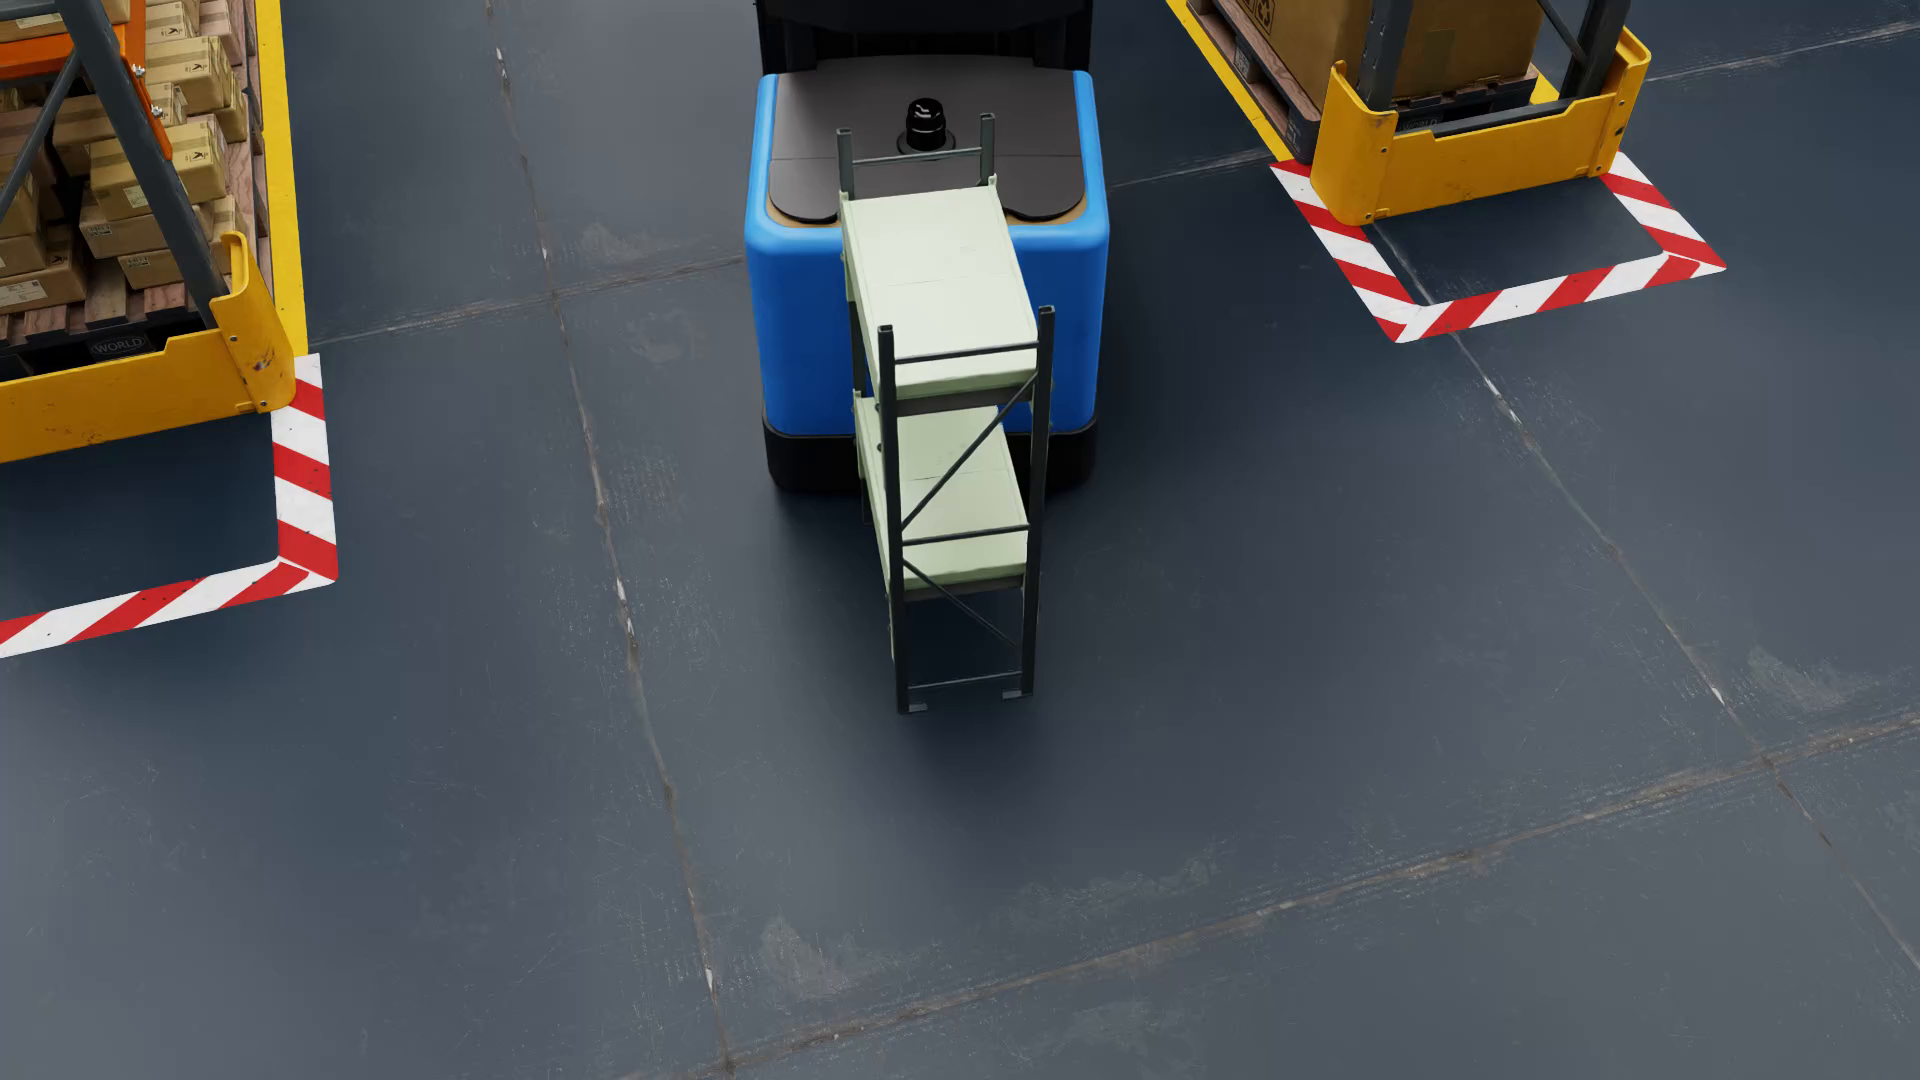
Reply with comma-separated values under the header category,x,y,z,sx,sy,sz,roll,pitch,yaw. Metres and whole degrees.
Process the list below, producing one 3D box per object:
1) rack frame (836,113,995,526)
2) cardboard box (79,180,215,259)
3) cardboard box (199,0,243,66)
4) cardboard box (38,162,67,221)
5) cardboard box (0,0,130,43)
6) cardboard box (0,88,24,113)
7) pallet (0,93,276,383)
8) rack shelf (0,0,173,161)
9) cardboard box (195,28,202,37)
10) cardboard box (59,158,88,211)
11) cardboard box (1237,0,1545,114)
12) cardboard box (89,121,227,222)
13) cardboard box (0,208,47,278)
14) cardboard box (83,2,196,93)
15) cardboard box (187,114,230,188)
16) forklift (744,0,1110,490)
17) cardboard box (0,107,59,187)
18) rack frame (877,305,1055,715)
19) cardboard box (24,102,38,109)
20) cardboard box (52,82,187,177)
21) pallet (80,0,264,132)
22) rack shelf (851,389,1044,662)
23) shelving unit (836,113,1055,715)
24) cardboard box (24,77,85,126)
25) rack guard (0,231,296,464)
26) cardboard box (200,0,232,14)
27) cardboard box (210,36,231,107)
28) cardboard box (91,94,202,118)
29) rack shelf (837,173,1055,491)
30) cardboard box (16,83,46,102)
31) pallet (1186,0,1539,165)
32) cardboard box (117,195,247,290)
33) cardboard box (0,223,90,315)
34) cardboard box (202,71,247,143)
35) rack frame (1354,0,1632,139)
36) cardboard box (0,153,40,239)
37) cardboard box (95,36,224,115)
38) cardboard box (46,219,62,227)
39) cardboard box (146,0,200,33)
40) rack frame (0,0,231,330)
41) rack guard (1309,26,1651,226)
category,x,y,z,sx,sy,sz,roll,pitch,yaw
rack frame,-0.110,-0.561,4.742,0.400,1.500,0.023,-8,50,-6
cardboard box,-2.743,-1.112,5.621,0.380,0.149,0.250,-11,51,-9
cardboard box,-3.046,-1.961,6.531,0.380,0.149,0.250,-16,52,-13
cardboard box,-3.288,-1.195,5.691,0.380,0.149,0.250,-14,51,-12
cardboard box,-2.616,-1.589,4.792,0.380,0.149,0.250,-14,51,-11
cardboard box,-3.450,-1.453,5.714,0.380,0.149,0.250,-14,51,-12
pallet,-3.062,-1.117,6.054,1.003,0.211,1.213,-13,51,-11
rack shelf,-3.425,-2.588,5.940,1.077,0.370,4.000,-13,51,-11
cardboard box,-3.069,-1.868,6.258,0.380,0.149,0.250,-16,52,-13
cardboard box,-3.357,-1.290,5.966,0.380,0.149,0.250,-14,51,-11
cardboard box,1.669,-2.306,6.347,0.875,0.875,0.875,-13,51,-11
cardboard box,-2.664,-1.227,5.523,0.380,0.149,0.250,-15,52,-13
cardboard box,-3.262,-0.992,5.520,0.380,0.149,0.250,-15,51,-12
cardboard box,-2.965,-1.776,5.986,0.380,0.149,0.250,-16,52,-13
cardboard box,-2.770,-1.325,5.800,0.380,0.149,0.250,-14,51,-11
forklift,-0.119,-2.221,5.205,1.130,2.935,3.031,-1,50,-1
cardboard box,-3.252,-1.293,5.579,0.380,0.149,0.250,-12,51,-10
rack frame,0.015,-0.010,4.277,0.400,1.500,0.023,-8,50,-6
cardboard box,-3.418,-1.371,5.840,0.380,0.149,0.250,-15,52,-12
cardboard box,-2.860,-1.401,5.670,0.380,0.149,0.250,-12,51,-10
pallet,-3.420,-2.006,6.803,1.003,0.211,1.213,-13,51,-11
rack shelf,-0.048,-0.075,4.759,0.431,0.370,0.720,-8,50,-6
shelving unit,-0.048,-0.285,4.510,0.431,1.500,0.755,-8,50,-6
cardboard box,-3.399,-1.591,6.025,0.380,0.149,0.250,-14,51,-11
rack guard,-2.856,-0.609,5.436,1.175,0.500,0.348,-13,51,-11
cardboard box,-3.153,-2.157,6.697,0.380,0.149,0.250,-13,51,-11
cardboard box,-2.899,-1.695,6.113,0.380,0.149,0.250,-12,51,-10
cardboard box,-2.927,-1.484,5.934,0.380,0.149,0.250,-13,51,-11
rack shelf,-0.048,-0.537,4.211,0.431,0.370,0.720,-8,50,-6
cardboard box,-3.466,-1.657,5.886,0.380,0.149,0.250,-15,52,-12
pallet,1.623,-2.074,6.860,1.003,0.211,1.213,-13,51,-11
cardboard box,-2.683,-1.030,5.747,0.380,0.149,0.250,-12,51,-10
cardboard box,-3.188,-0.913,5.647,0.380,0.149,0.250,-13,51,-10
cardboard box,-2.889,-1.594,6.222,0.380,0.149,0.250,-13,51,-11
rack frame,1.934,-2.407,5.317,1.000,3.000,0.127,-13,51,-11
cardboard box,-3.232,-1.096,5.413,0.380,0.149,0.250,-13,51,-11
cardboard box,-2.813,-1.614,5.849,0.380,0.149,0.250,-13,51,-11
cardboard box,-3.361,-1.078,5.787,0.380,0.149,0.250,-12,51,-10
cardboard box,-3.038,-1.981,6.159,0.380,0.149,0.250,-12,51,-10
rack frame,-2.834,-1.359,4.434,1.000,3.000,0.127,-13,51,-11
rack guard,1.942,-1.583,6.258,1.175,0.500,0.348,-13,51,-11
